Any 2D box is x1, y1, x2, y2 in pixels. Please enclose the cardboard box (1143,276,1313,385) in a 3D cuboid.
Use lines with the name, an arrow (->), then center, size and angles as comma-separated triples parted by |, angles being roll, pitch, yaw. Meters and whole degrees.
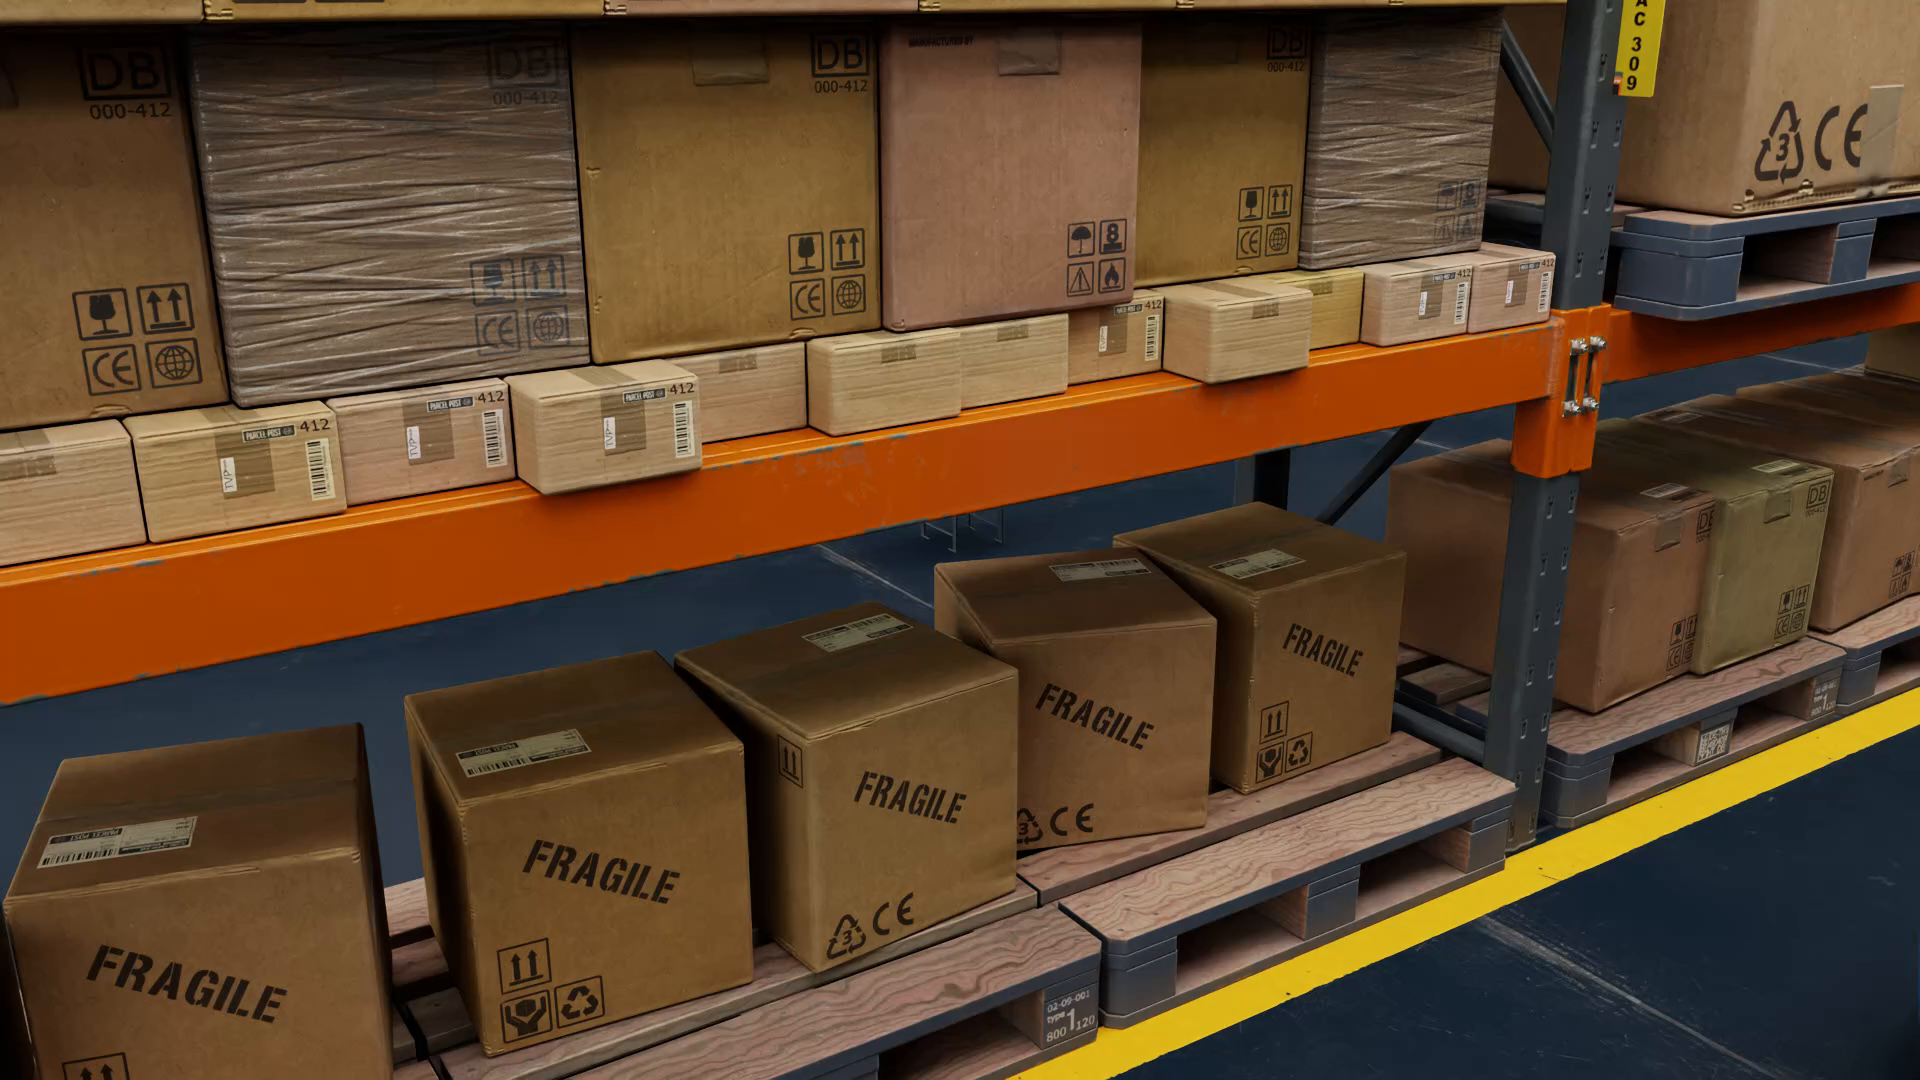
cardboard box -> 0.454, -0.422, 3.203 | 0.250, 0.149, 0.380 | -12, 22, -31

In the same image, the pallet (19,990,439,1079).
pallet -> -1.505, 1.077, 2.728 | 1.213, 0.211, 1.003 | -12, 22, -31

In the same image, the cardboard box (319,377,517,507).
cardboard box -> -0.857, -0.186, 2.504 | 0.250, 0.149, 0.380 | -12, 22, -31

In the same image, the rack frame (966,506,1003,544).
rack frame -> 0.092, -0.446, 6.158 | 0.006, 0.900, 0.240 | -12, 22, -31

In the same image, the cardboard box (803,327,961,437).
cardboard box -> -0.204, -0.305, 2.857 | 0.250, 0.149, 0.380 | -12, 22, -31

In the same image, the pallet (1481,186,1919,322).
pallet -> 1.793, -0.806, 4.245 | 1.213, 0.211, 1.003 | -12, 22, -31

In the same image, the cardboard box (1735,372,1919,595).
cardboard box -> 2.941, -0.204, 5.380 | 0.500, 0.500, 0.700 | -10, 21, -27

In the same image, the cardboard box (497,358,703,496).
cardboard box -> -0.591, -0.202, 2.552 | 0.250, 0.149, 0.380 | -12, 22, -31

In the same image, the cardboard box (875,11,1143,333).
cardboard box -> -0.134, -0.733, 3.109 | 0.500, 0.500, 0.875 | -12, 22, -31

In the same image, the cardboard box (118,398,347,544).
cardboard box -> -1.050, -0.135, 2.352 | 0.250, 0.149, 0.380 | -12, 22, -31

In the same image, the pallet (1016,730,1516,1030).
pallet -> 0.533, 0.648, 4.000 | 1.213, 0.211, 1.003 | -12, 22, -31

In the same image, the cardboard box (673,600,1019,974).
cardboard box -> -0.231, 0.477, 3.397 | 0.500, 0.500, 0.500 | -14, 23, -36

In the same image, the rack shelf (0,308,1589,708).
rack shelf -> -0.596, -0.108, 3.004 | 4.000, 0.370, 1.077 | -12, 22, -31

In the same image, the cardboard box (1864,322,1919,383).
cardboard box -> 3.435, -0.663, 5.568 | 0.500, 0.250, 0.500 | -9, 21, -25

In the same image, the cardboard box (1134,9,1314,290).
cardboard box -> 0.228, -0.848, 3.449 | 0.500, 0.500, 0.875 | -12, 22, -31

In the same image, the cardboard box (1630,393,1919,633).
cardboard box -> 2.475, -0.105, 5.089 | 0.500, 0.500, 0.700 | -14, 23, -36

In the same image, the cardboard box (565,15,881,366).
cardboard box -> -0.575, -0.656, 2.881 | 0.500, 0.500, 0.875 | -12, 22, -31

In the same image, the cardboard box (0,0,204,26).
cardboard box -> -1.235, -0.869, 1.949 | 0.500, 0.500, 0.500 | -12, 22, -31

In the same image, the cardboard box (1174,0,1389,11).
cardboard box -> 0.433, -1.222, 2.993 | 0.500, 0.500, 0.500 | -12, 22, -31

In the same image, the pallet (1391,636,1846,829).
pallet -> 1.724, 0.382, 4.784 | 1.213, 0.211, 1.003 | -12, 22, -31

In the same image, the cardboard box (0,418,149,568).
cardboard box -> -1.263, -0.093, 2.227 | 0.250, 0.149, 0.380 | -12, 22, -31

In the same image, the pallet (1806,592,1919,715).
pallet -> 2.744, 0.166, 5.424 | 1.213, 0.211, 1.003 | -12, 22, -31

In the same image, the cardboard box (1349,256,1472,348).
cardboard box -> 0.843, -0.524, 3.504 | 0.250, 0.149, 0.380 | -12, 22, -31

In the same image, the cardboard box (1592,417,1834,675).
cardboard box -> 2.008, -0.007, 4.797 | 0.500, 0.500, 0.700 | -12, 22, -32

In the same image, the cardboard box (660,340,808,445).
cardboard box -> -0.455, -0.282, 2.787 | 0.250, 0.149, 0.380 | -12, 22, -31

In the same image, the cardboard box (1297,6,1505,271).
cardboard box -> 0.665, -0.927, 3.682 | 0.500, 0.500, 0.875 | -12, 22, -31

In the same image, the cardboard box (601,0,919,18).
cardboard box -> -0.404, -1.047, 2.476 | 0.500, 0.500, 0.500 | -12, 22, -31

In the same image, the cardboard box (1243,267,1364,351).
cardboard box -> 0.601, -0.496, 3.421 | 0.250, 0.149, 0.380 | -12, 22, -31

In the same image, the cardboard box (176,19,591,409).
cardboard box -> -0.999, -0.571, 2.630 | 0.500, 0.500, 0.875 | -12, 22, -31

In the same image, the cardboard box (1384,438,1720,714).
cardboard box -> 1.599, 0.072, 4.564 | 0.500, 0.500, 0.700 | -14, 23, -36

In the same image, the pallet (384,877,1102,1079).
pallet -> -0.487, 0.864, 3.360 | 1.213, 0.211, 1.003 | -12, 22, -31

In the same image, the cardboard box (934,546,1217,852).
cardboard box -> 0.244, 0.347, 3.783 | 0.500, 0.500, 0.500 | -5, 19, -14

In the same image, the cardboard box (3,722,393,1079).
cardboard box -> -1.255, 0.669, 2.831 | 0.500, 0.500, 0.500 | -6, 20, -17

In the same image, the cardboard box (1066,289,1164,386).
cardboard box -> 0.172, -0.414, 3.177 | 0.250, 0.149, 0.380 | -12, 22, -31

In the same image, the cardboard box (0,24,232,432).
cardboard box -> -1.440, -0.495, 2.404 | 0.500, 0.500, 0.875 | -12, 22, -31

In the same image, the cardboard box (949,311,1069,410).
cardboard box -> -0.014, -0.359, 3.015 | 0.250, 0.149, 0.380 | -12, 22, -31

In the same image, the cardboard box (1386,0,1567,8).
cardboard box -> 0.850, -1.310, 3.255 | 0.500, 0.500, 0.500 | -12, 22, -31

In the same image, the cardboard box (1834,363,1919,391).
cardboard box -> 3.411, -0.305, 5.681 | 0.500, 0.500, 0.700 | -14, 23, -36

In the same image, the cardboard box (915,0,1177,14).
cardboard box -> 0.015, -1.134, 2.734 | 0.500, 0.500, 0.500 | -12, 22, -31

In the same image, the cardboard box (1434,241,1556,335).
cardboard box -> 1.057, -0.566, 3.627 | 0.250, 0.149, 0.380 | -12, 22, -31

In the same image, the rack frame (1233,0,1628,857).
rack frame -> 1.075, -0.801, 3.931 | 0.127, 3.000, 1.000 | -12, 22, -31

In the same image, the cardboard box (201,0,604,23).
cardboard box -> -0.818, -0.957, 2.211 | 0.500, 0.500, 0.500 | -12, 22, -31

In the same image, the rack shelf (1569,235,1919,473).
rack shelf -> 2.745, -0.813, 5.088 | 4.000, 0.370, 1.077 | -12, 22, -31

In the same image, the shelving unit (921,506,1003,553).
shelving unit -> 0.007, -0.428, 6.105 | 0.210, 0.900, 0.258 | -12, 22, -31

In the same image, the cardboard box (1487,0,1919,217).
cardboard box -> 1.815, -1.387, 4.071 | 1.000, 1.000, 1.000 | -12, 22, -31

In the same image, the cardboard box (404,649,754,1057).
cardboard box -> -0.722, 0.563, 3.142 | 0.500, 0.500, 0.500 | -10, 21, -26

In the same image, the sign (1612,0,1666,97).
sign -> 1.380, -1.067, 3.367 | 0.005, 0.325, 0.100 | -12, 22, -31

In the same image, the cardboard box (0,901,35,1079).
cardboard box -> -1.735, 0.783, 2.492 | 0.500, 0.500, 0.500 | -8, 20, -21

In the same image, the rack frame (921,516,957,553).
rack frame -> -0.078, -0.410, 6.052 | 0.006, 0.900, 0.240 | -12, 22, -31

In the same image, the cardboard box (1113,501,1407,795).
cardboard box -> 0.719, 0.244, 4.087 | 0.500, 0.500, 0.500 | -13, 22, -33
